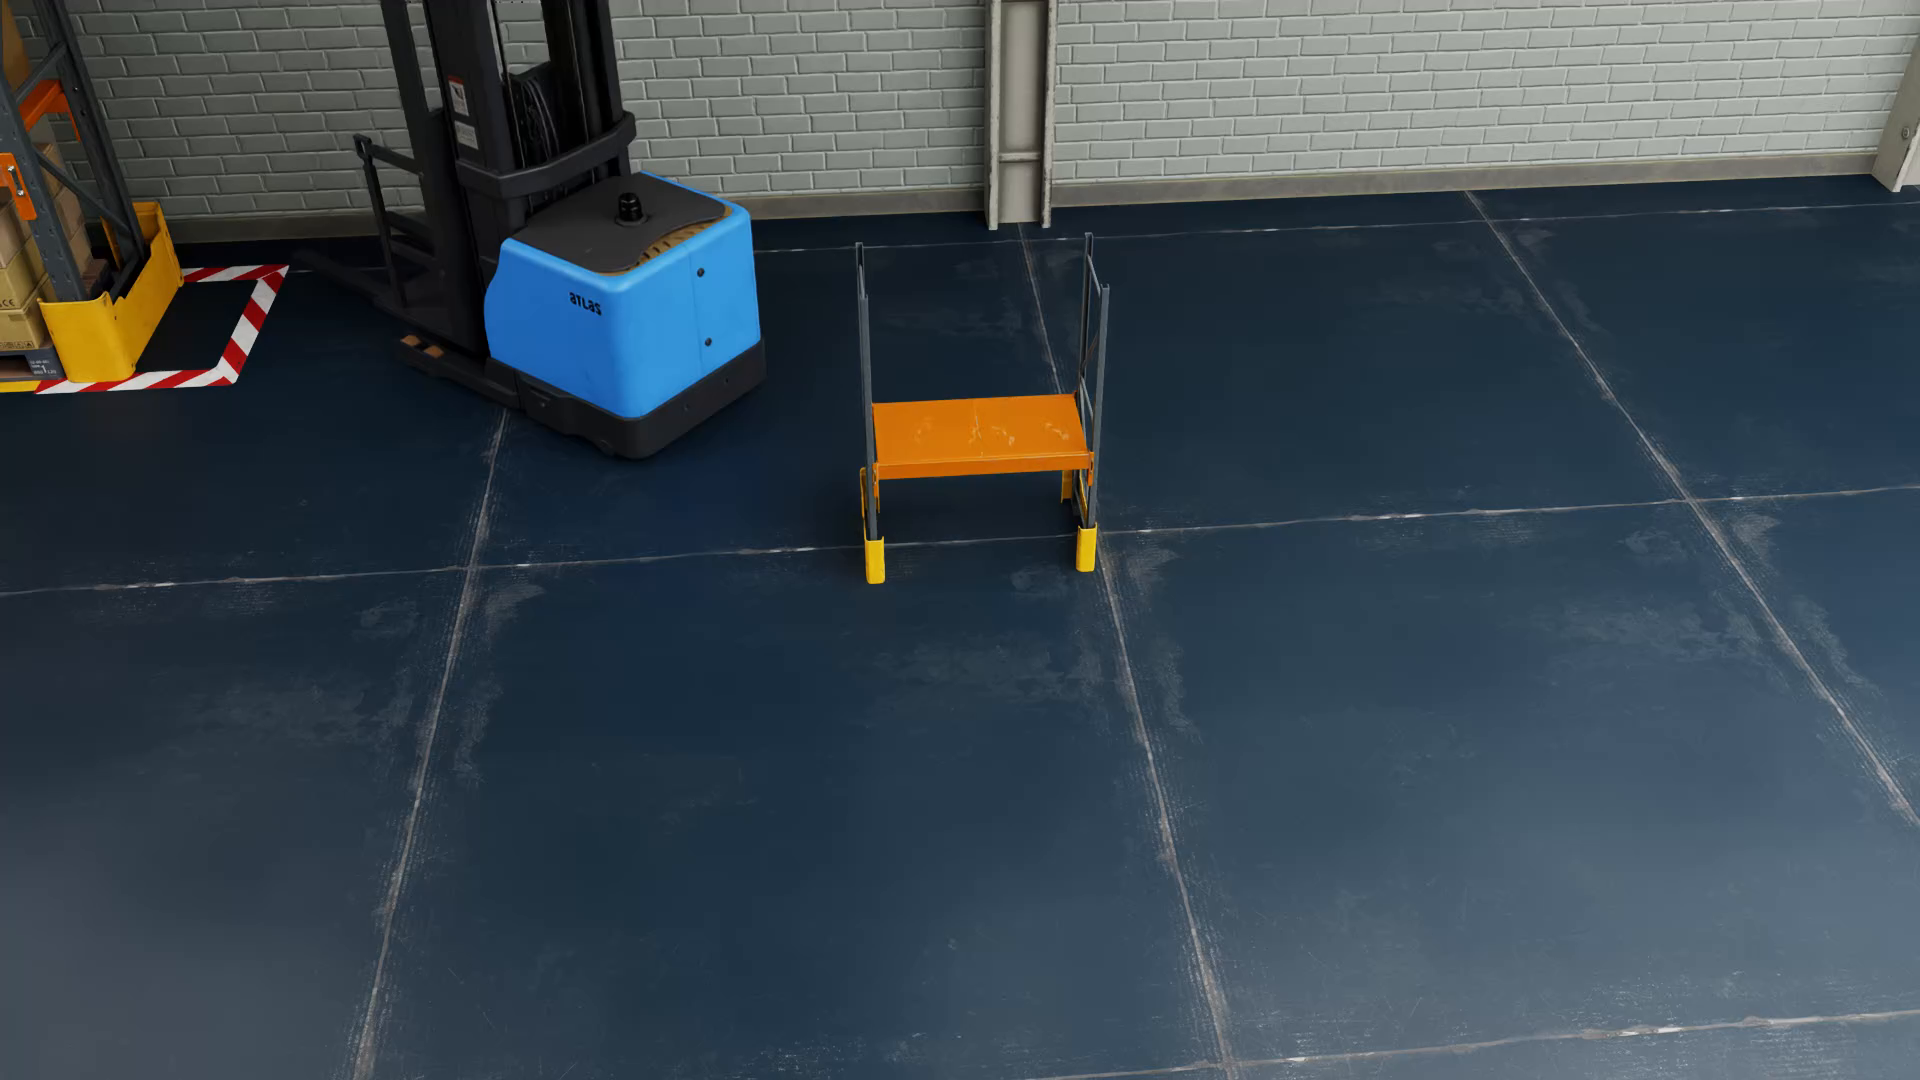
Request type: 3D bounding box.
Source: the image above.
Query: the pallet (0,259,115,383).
[{"bbox_3d":[-5.596,-1.244,9.479,1.213,0.211,1.003,-3,38,-4],"label":"pallet"}]

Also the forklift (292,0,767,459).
[{"bbox_3d":[-2.547,-2.295,8.615,3.031,2.935,1.130,24,44,27],"label":"forklift"}]

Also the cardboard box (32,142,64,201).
[{"bbox_3d":[-5.334,-1.975,9.227,0.500,0.250,0.500,-4,38,-5],"label":"cardboard box"}]

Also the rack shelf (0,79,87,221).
[{"bbox_3d":[-6.830,-2.015,8.785,4.000,0.370,1.077,-3,38,-4],"label":"rack shelf"}]

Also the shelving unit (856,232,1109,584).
[{"bbox_3d":[0.076,-0.593,7.613,1.083,1.500,0.587,-3,38,-4],"label":"shelving unit"}]

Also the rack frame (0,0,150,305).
[{"bbox_3d":[-4.838,-2.407,8.701,0.127,3.000,1.000,-3,38,-4],"label":"rack frame"}]

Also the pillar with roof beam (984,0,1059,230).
[{"bbox_3d":[0.746,-2.953,4.550,0.400,9.000,9.100,-3,38,-4],"label":"pillar with roof beam"}]

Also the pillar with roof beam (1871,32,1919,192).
[{"bbox_3d":[6.723,-3.282,4.967,0.400,9.000,9.100,-3,38,-4],"label":"pillar with roof beam"}]

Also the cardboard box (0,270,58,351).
[{"bbox_3d":[-5.278,-1.272,9.143,0.500,0.250,0.500,-3,38,-4],"label":"cardboard box"}]

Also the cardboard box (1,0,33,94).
[{"bbox_3d":[-5.356,-2.590,8.852,0.500,0.500,0.500,-2,38,-3],"label":"cardboard box"}]

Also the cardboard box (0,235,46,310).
[{"bbox_3d":[-5.295,-1.469,8.989,0.500,0.250,0.500,-4,38,-5],"label":"cardboard box"}]

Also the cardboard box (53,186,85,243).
[{"bbox_3d":[-5.325,-1.791,9.397,0.500,0.250,0.500,-2,38,-3],"label":"cardboard box"}]

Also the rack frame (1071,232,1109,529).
[{"bbox_3d":[0.591,-0.621,7.649,0.032,1.500,0.500,-3,38,-4],"label":"rack frame"}]

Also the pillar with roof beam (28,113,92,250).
[{"bbox_3d":[-5.230,-2.624,4.132,0.400,9.000,9.100,-3,38,-4],"label":"pillar with roof beam"}]

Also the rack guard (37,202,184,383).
[{"bbox_3d":[-4.814,-1.427,9.477,0.348,0.500,1.175,-3,38,-4],"label":"rack guard"}]

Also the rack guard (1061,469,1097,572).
[{"bbox_3d":[0.572,-0.130,8.034,0.087,0.250,0.587,-3,38,-4],"label":"rack guard"}]

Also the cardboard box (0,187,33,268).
[{"bbox_3d":[-5.269,-1.667,8.837,0.500,0.250,0.500,-2,38,-2],"label":"cardboard box"}]

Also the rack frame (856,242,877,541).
[{"bbox_3d":[-0.421,-0.566,7.578,0.032,1.500,0.500,-3,38,-4],"label":"rack frame"}]

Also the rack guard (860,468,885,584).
[{"bbox_3d":[-0.420,-0.075,7.965,0.087,0.250,0.587,-3,38,-4],"label":"rack guard"}]

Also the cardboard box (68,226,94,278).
[{"bbox_3d":[-5.345,-1.586,9.541,0.500,0.250,0.500,-3,38,-4],"label":"cardboard box"}]

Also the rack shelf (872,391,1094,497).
[{"bbox_3d":[0.085,-0.452,7.725,1.000,0.185,0.538,-3,38,-4],"label":"rack shelf"}]
